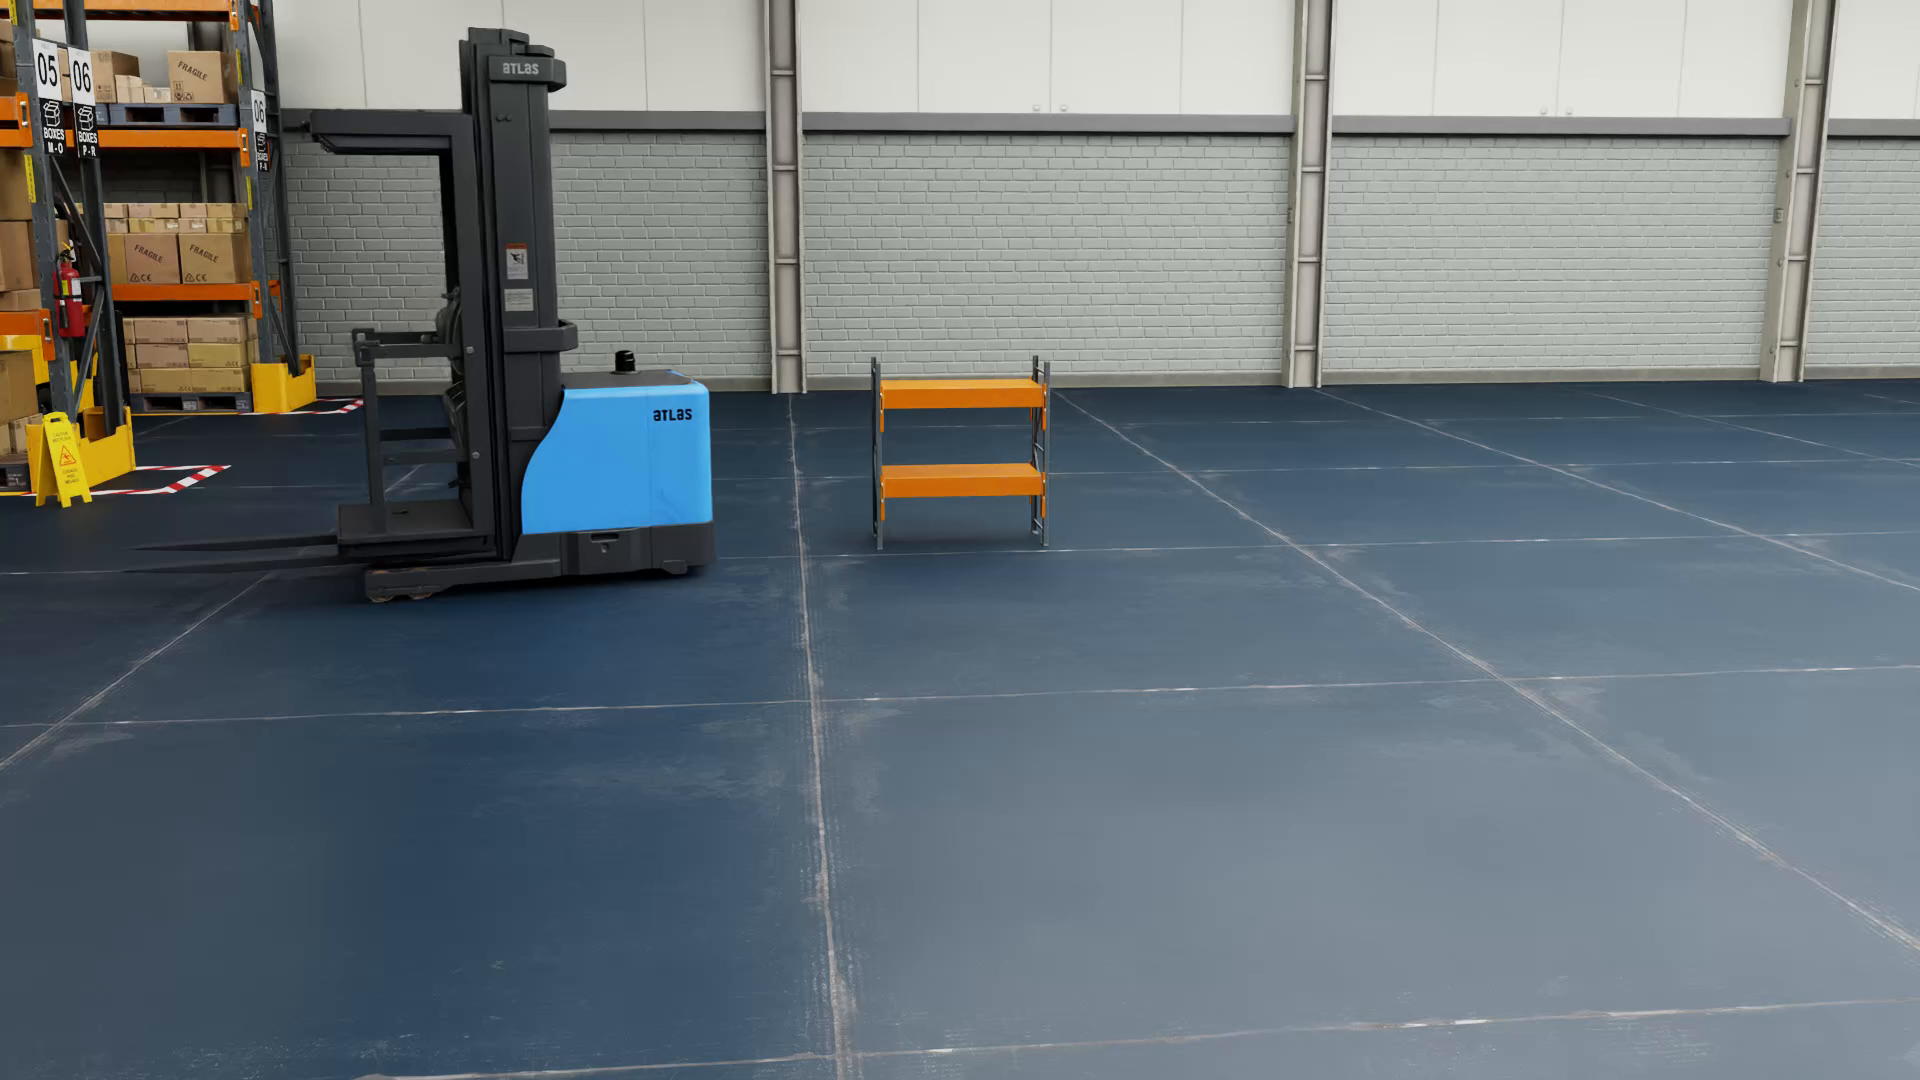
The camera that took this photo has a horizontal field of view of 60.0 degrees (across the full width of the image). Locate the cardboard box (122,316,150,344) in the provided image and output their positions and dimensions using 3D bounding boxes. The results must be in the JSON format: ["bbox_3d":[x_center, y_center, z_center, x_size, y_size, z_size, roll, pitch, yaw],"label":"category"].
[{"bbox_3d":[-8.554,-2.132,16.882,0.500,0.250,0.500,-1,11,-5],"label":"cardboard box"}]

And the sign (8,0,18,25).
[{"bbox_3d":[-6.542,-3.725,11.470,0.005,0.325,0.100,-1,11,-6],"label":"sign"}]

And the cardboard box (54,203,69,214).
[{"bbox_3d":[-8.980,-3.310,16.717,0.250,0.149,0.380,-1,11,-5],"label":"cardboard box"}]

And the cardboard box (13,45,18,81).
[{"bbox_3d":[-7.111,-3.511,12.291,0.500,0.250,0.500,-1,11,-7],"label":"cardboard box"}]

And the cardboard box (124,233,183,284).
[{"bbox_3d":[-8.100,-2.857,16.866,0.500,0.500,0.500,-1,11,-4],"label":"cardboard box"}]

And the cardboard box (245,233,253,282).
[{"bbox_3d":[-7.645,-2.970,17.439,0.500,0.500,0.500,-1,11,-4],"label":"cardboard box"}]

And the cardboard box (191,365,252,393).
[{"bbox_3d":[-7.555,-1.664,17.097,0.500,0.250,0.500,-1,11,-6],"label":"cardboard box"}]

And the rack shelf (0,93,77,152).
[{"bbox_3d":[-8.571,-3.003,11.956,4.000,0.370,1.077,-1,11,-6],"label":"rack shelf"}]

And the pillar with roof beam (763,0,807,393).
[{"bbox_3d":[-1.482,-5.279,13.893,0.400,9.000,9.100,-1,11,-6],"label":"pillar with roof beam"}]

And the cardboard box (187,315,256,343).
[{"bbox_3d":[-7.546,-2.156,17.005,0.500,0.250,0.500,-1,11,-4],"label":"cardboard box"}]

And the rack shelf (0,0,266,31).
[{"bbox_3d":[-9.110,-5.230,16.547,4.000,0.370,1.077,-1,11,-6],"label":"rack shelf"}]

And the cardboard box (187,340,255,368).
[{"bbox_3d":[-7.572,-1.910,17.050,0.500,0.250,0.500,-1,11,-7],"label":"cardboard box"}]

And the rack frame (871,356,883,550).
[{"bbox_3d":[-0.512,-0.541,10.205,0.032,1.125,0.500,-1,11,-6],"label":"rack frame"}]

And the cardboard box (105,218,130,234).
[{"bbox_3d":[-8.460,-3.162,16.734,0.250,0.149,0.380,-2,11,-8],"label":"cardboard box"}]

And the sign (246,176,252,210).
[{"bbox_3d":[-7.077,-3.458,16.564,0.005,0.325,0.100,-1,11,-6],"label":"sign"}]

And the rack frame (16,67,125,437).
[{"bbox_3d":[-6.582,-1.926,12.388,0.127,3.000,1.000,-1,11,-6],"label":"rack frame"}]

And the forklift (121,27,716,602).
[{"bbox_3d":[-2.949,-1.226,9.006,3.031,2.935,1.130,-4,12,-20],"label":"forklift"}]

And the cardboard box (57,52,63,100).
[{"bbox_3d":[-9.151,-4.592,16.560,0.637,0.503,0.797,-1,11,-4],"label":"cardboard box"}]

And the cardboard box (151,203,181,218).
[{"bbox_3d":[-7.955,-3.321,16.775,0.250,0.149,0.380,-1,11,-5],"label":"cardboard box"}]

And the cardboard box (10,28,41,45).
[{"bbox_3d":[-6.958,-3.697,12.207,0.250,0.149,0.380,-1,11,-6],"label":"cardboard box"}]

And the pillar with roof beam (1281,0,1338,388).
[{"bbox_3d":[4.483,-5.404,14.529,0.400,9.000,9.100,-1,11,-6],"label":"pillar with roof beam"}]

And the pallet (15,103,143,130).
[{"bbox_3d":[-9.043,-4.270,16.767,1.213,0.211,1.003,-1,11,-6],"label":"pallet"}]

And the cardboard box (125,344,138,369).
[{"bbox_3d":[-8.583,-1.887,16.932,0.500,0.250,0.500,-1,11,-7],"label":"cardboard box"}]

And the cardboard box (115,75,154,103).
[{"bbox_3d":[-8.165,-4.458,16.492,0.258,0.266,0.396,-1,11,-6],"label":"cardboard box"}]

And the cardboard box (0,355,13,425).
[{"bbox_3d":[-7.351,-1.084,12.201,0.500,0.500,0.500,-1,11,-6],"label":"cardboard box"}]

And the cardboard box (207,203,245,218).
[{"bbox_3d":[-7.455,-3.343,16.885,0.250,0.149,0.380,-1,11,-6],"label":"cardboard box"}]

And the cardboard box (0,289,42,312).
[{"bbox_3d":[-6.931,-1.754,12.164,0.250,0.149,0.380,-1,11,-4],"label":"cardboard box"}]

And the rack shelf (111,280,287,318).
[{"bbox_3d":[-9.110,-2.483,17.087,4.000,0.370,1.077,-1,11,-6],"label":"rack shelf"}]

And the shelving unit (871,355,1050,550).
[{"bbox_3d":[-0.007,-0.552,10.259,1.048,1.125,0.538,-1,11,-6],"label":"shelving unit"}]

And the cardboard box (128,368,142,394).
[{"bbox_3d":[-8.549,-1.647,17.009,0.500,0.250,0.500,-1,11,-5],"label":"cardboard box"}]

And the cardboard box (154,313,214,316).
[{"bbox_3d":[-8.117,-2.240,17.435,0.500,0.250,0.500,-1,11,-6],"label":"cardboard box"}]

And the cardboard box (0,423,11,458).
[{"bbox_3d":[-7.381,-0.714,12.262,0.500,0.250,0.500,-1,11,-6],"label":"cardboard box"}]

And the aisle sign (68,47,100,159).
[{"bbox_3d":[-6.554,-3.262,12.446,0.004,0.787,0.394,-1,11,-6],"label":"aisle sign"}]

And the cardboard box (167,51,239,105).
[{"bbox_3d":[-7.536,-4.598,16.596,0.500,0.500,0.500,-1,11,-4],"label":"cardboard box"}]

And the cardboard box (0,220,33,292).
[{"bbox_3d":[-7.092,-2.057,12.024,0.500,0.500,0.500,-1,11,-7],"label":"cardboard box"}]

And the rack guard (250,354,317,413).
[{"bbox_3d":[-7.098,-1.652,17.473,0.348,0.500,1.175,-1,11,-6],"label":"rack guard"}]

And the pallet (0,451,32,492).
[{"bbox_3d":[-7.469,-0.546,12.598,1.213,0.211,1.003,-1,11,-6],"label":"pallet"}]

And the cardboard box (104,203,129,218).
[{"bbox_3d":[-8.457,-3.304,16.685,0.250,0.149,0.380,-1,11,-5],"label":"cardboard box"}]

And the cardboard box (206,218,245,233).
[{"bbox_3d":[-7.437,-3.184,16.847,0.250,0.149,0.380,-1,11,-5],"label":"cardboard box"}]

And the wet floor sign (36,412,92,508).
[{"bbox_3d":[-6.278,-0.569,11.592,0.232,0.644,0.267,3,11,14],"label":"wet floor sign"}]

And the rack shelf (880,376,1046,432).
[{"bbox_3d":[-0.007,-0.839,10.202,1.000,0.278,0.538,-1,11,-6],"label":"rack shelf"}]

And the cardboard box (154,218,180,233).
[{"bbox_3d":[-7.952,-3.179,16.824,0.250,0.149,0.380,-1,11,-5],"label":"cardboard box"}]

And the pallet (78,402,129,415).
[{"bbox_3d":[-9.088,-1.461,17.251,1.213,0.211,1.003,-1,11,-6],"label":"pallet"}]

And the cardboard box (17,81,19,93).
[{"bbox_3d":[-6.947,-3.330,12.405,0.250,0.149,0.380,-1,11,-6],"label":"cardboard box"}]

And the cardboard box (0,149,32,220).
[{"bbox_3d":[-7.067,-2.559,11.986,0.500,0.500,0.700,-1,11,-7],"label":"cardboard box"}]

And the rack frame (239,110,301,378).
[{"bbox_3d":[-7.122,-2.878,17.230,0.127,3.000,1.000,-1,11,-6],"label":"rack frame"}]
